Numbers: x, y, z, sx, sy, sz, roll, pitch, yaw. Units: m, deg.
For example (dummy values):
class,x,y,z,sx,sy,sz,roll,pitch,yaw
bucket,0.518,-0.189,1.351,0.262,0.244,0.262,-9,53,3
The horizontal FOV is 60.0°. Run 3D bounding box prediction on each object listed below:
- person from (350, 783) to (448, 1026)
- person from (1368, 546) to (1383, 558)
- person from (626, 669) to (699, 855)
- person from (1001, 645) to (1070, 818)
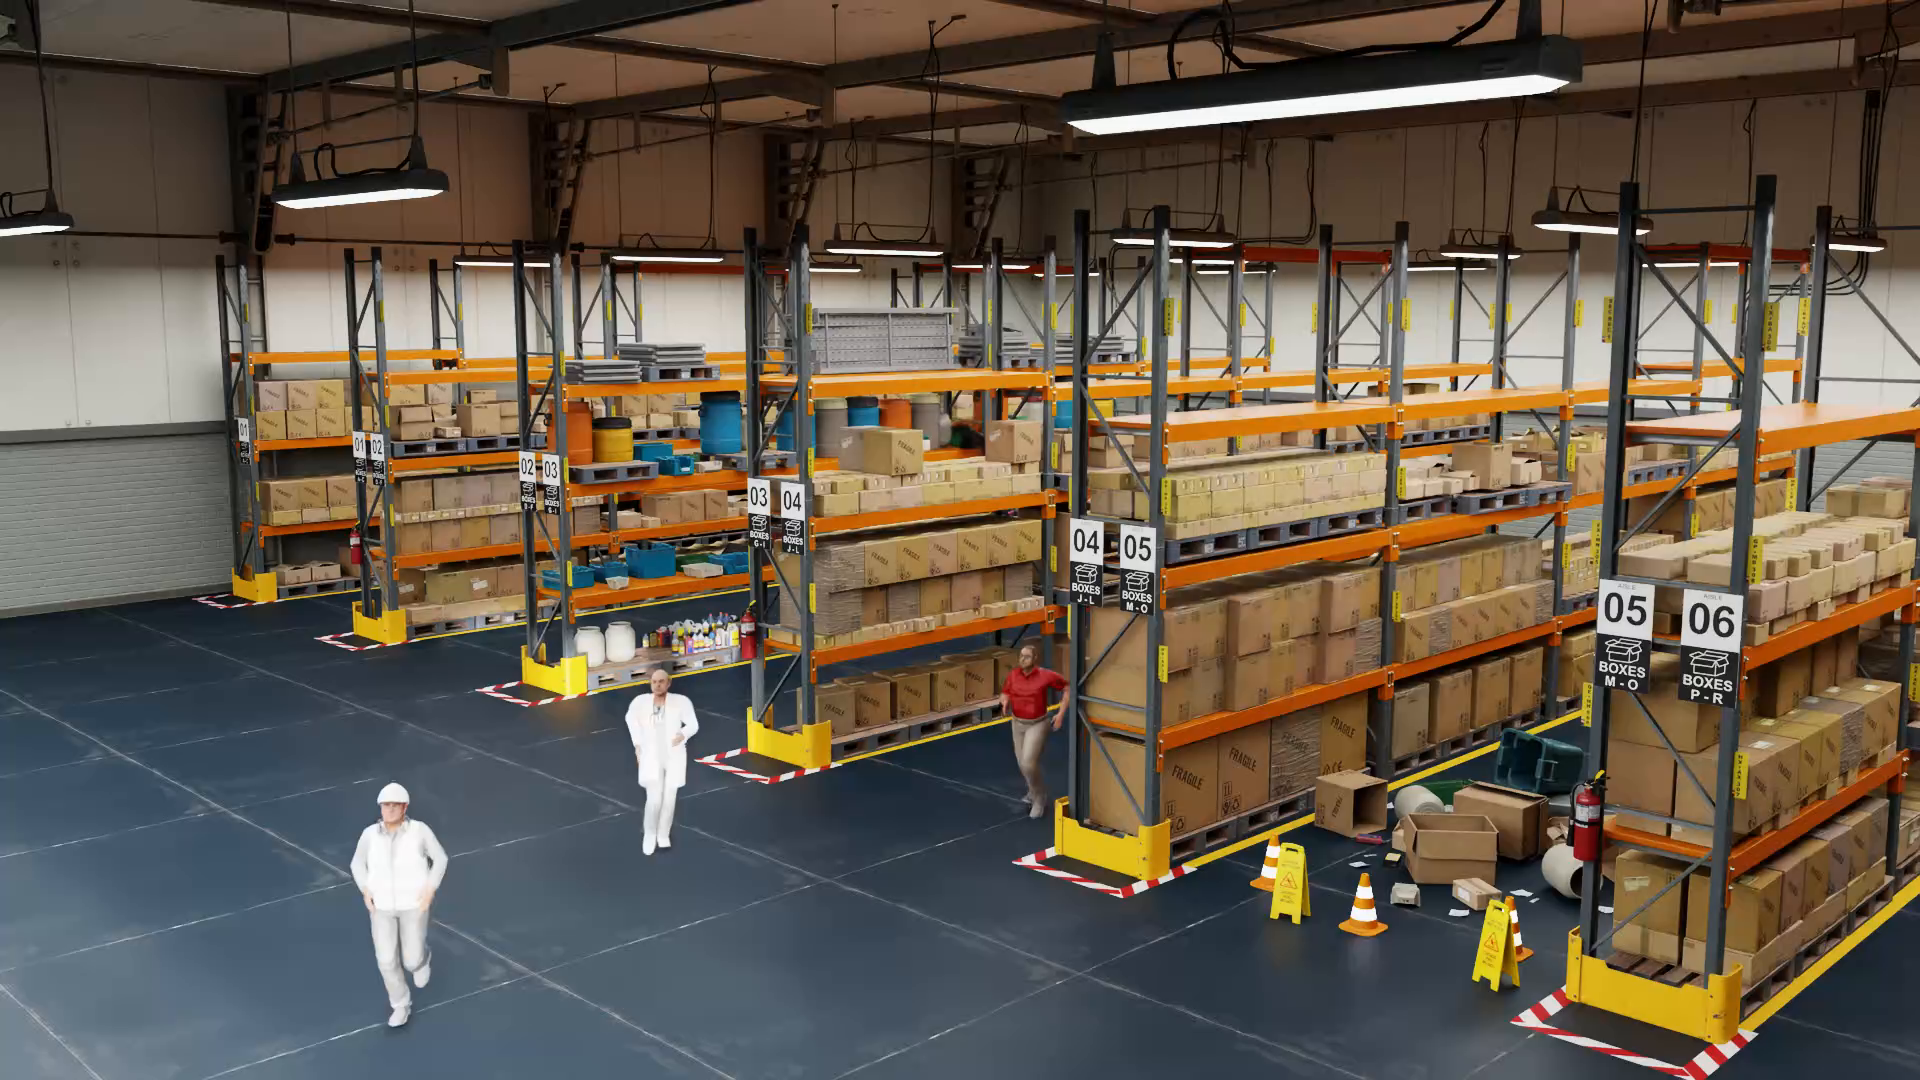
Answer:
class,x,y,z,sx,sy,sz,roll,pitch,yaw
person,-4.074,2.604,12.110,0.681,1.728,0.654,-1,8,-10
person,6.182,0.847,24.401,0.682,1.782,0.916,6,10,38
person,-2.792,2.098,15.639,0.676,1.785,0.739,-1,8,-10
person,0.715,1.949,16.904,0.689,1.786,0.743,6,10,35
